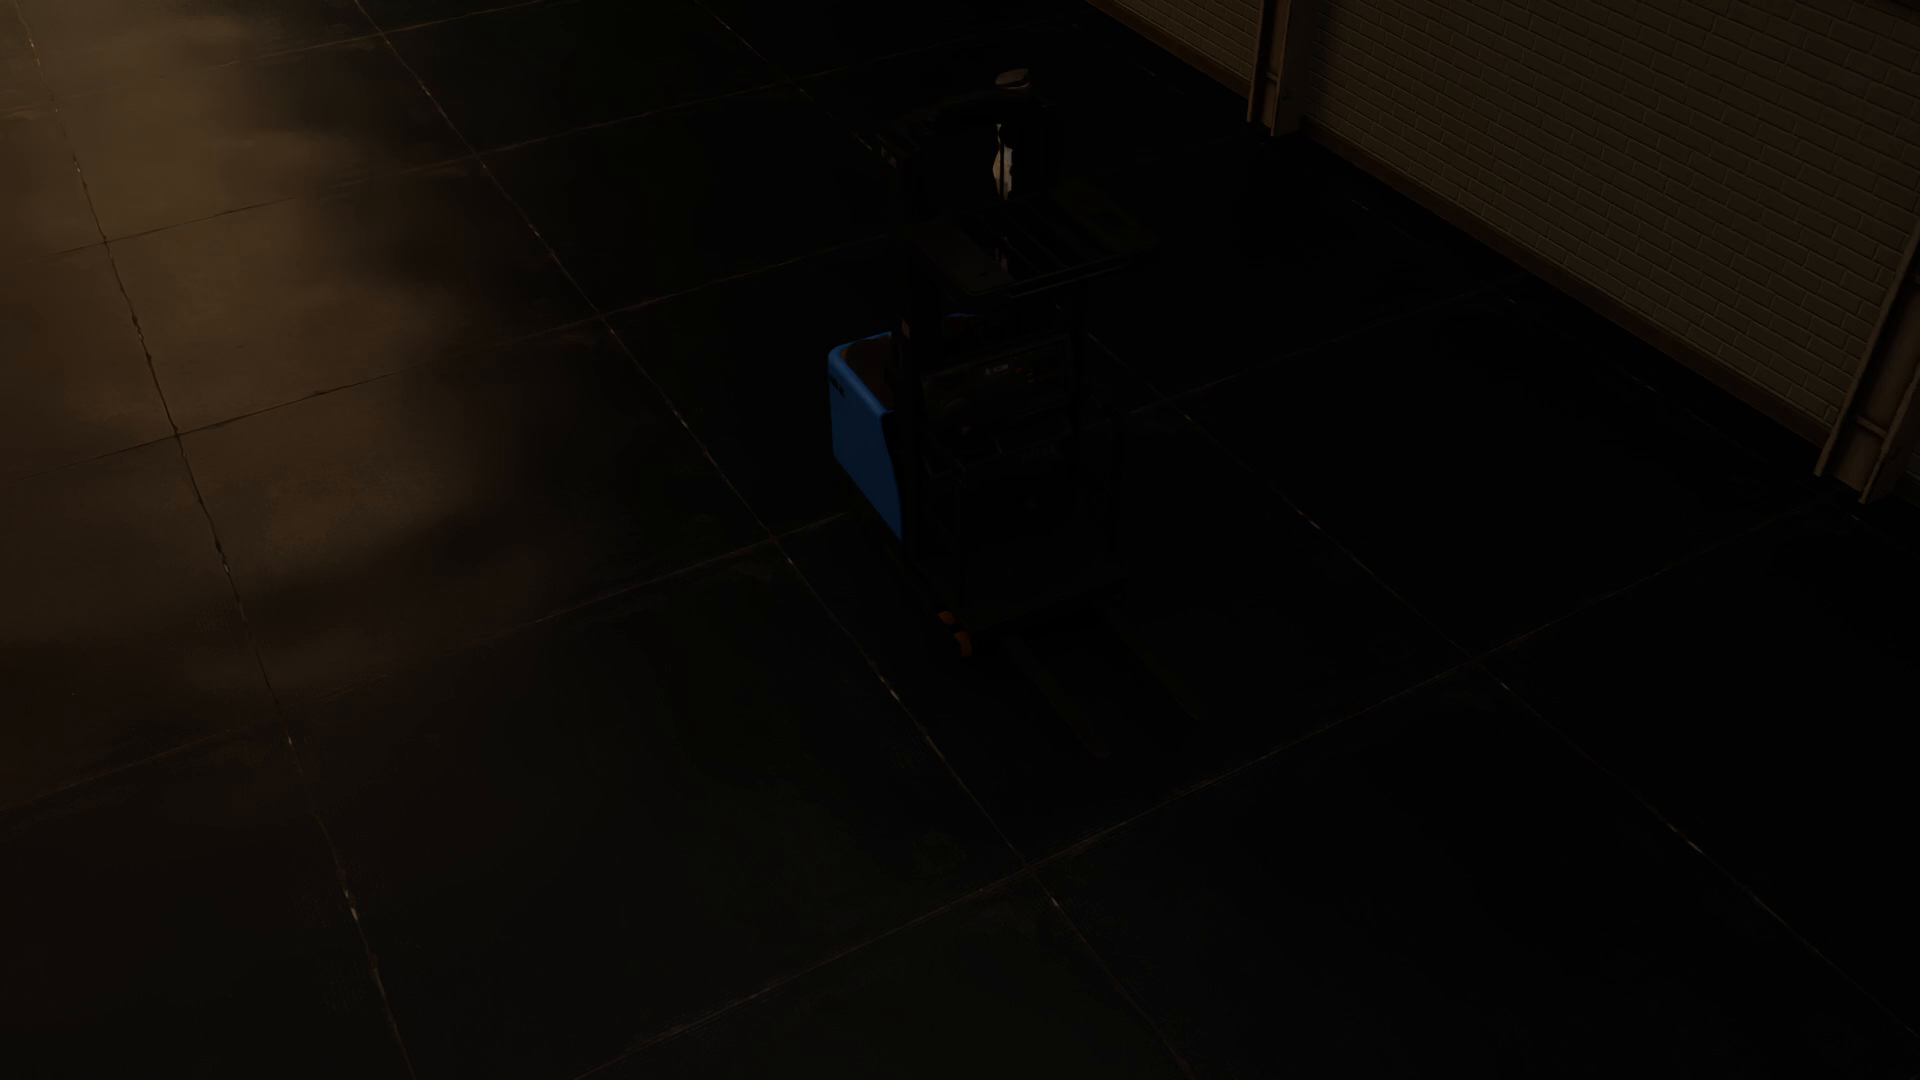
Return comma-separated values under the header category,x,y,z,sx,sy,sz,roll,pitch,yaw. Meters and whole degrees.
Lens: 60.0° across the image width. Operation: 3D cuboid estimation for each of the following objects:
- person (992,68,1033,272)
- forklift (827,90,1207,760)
category,x,y,z,sx,sy,sz,roll,pitch,yaw
person,0.412,-2.646,12.207,0.345,1.687,0.513,-2,40,-2
forklift,0.315,-0.774,8.969,1.130,2.935,3.031,-19,43,-21
